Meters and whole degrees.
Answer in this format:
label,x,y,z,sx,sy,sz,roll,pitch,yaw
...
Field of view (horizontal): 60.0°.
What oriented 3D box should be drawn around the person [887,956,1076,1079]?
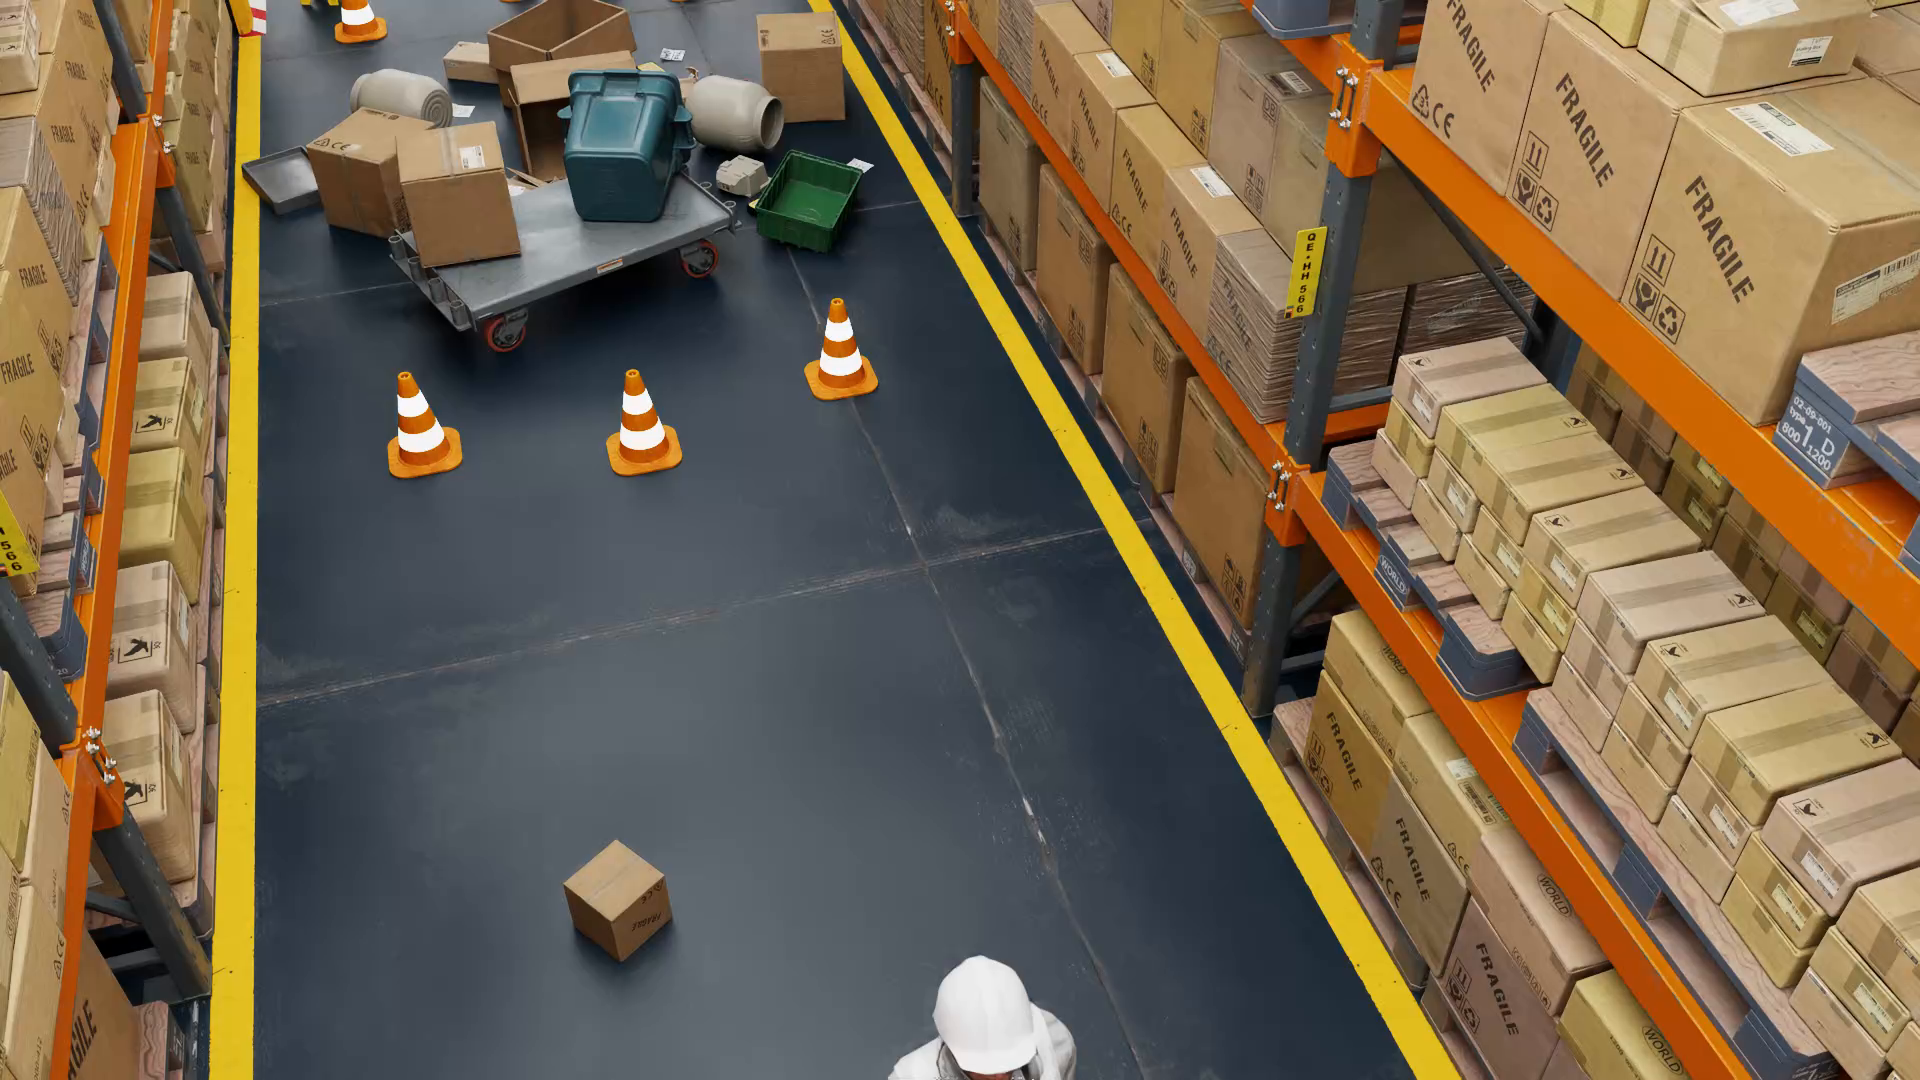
label,x,y,z,sx,sy,sz,roll,pitch,yaw
person,0.071,1.687,4.283,0.580,1.838,0.583,-14,44,-15
